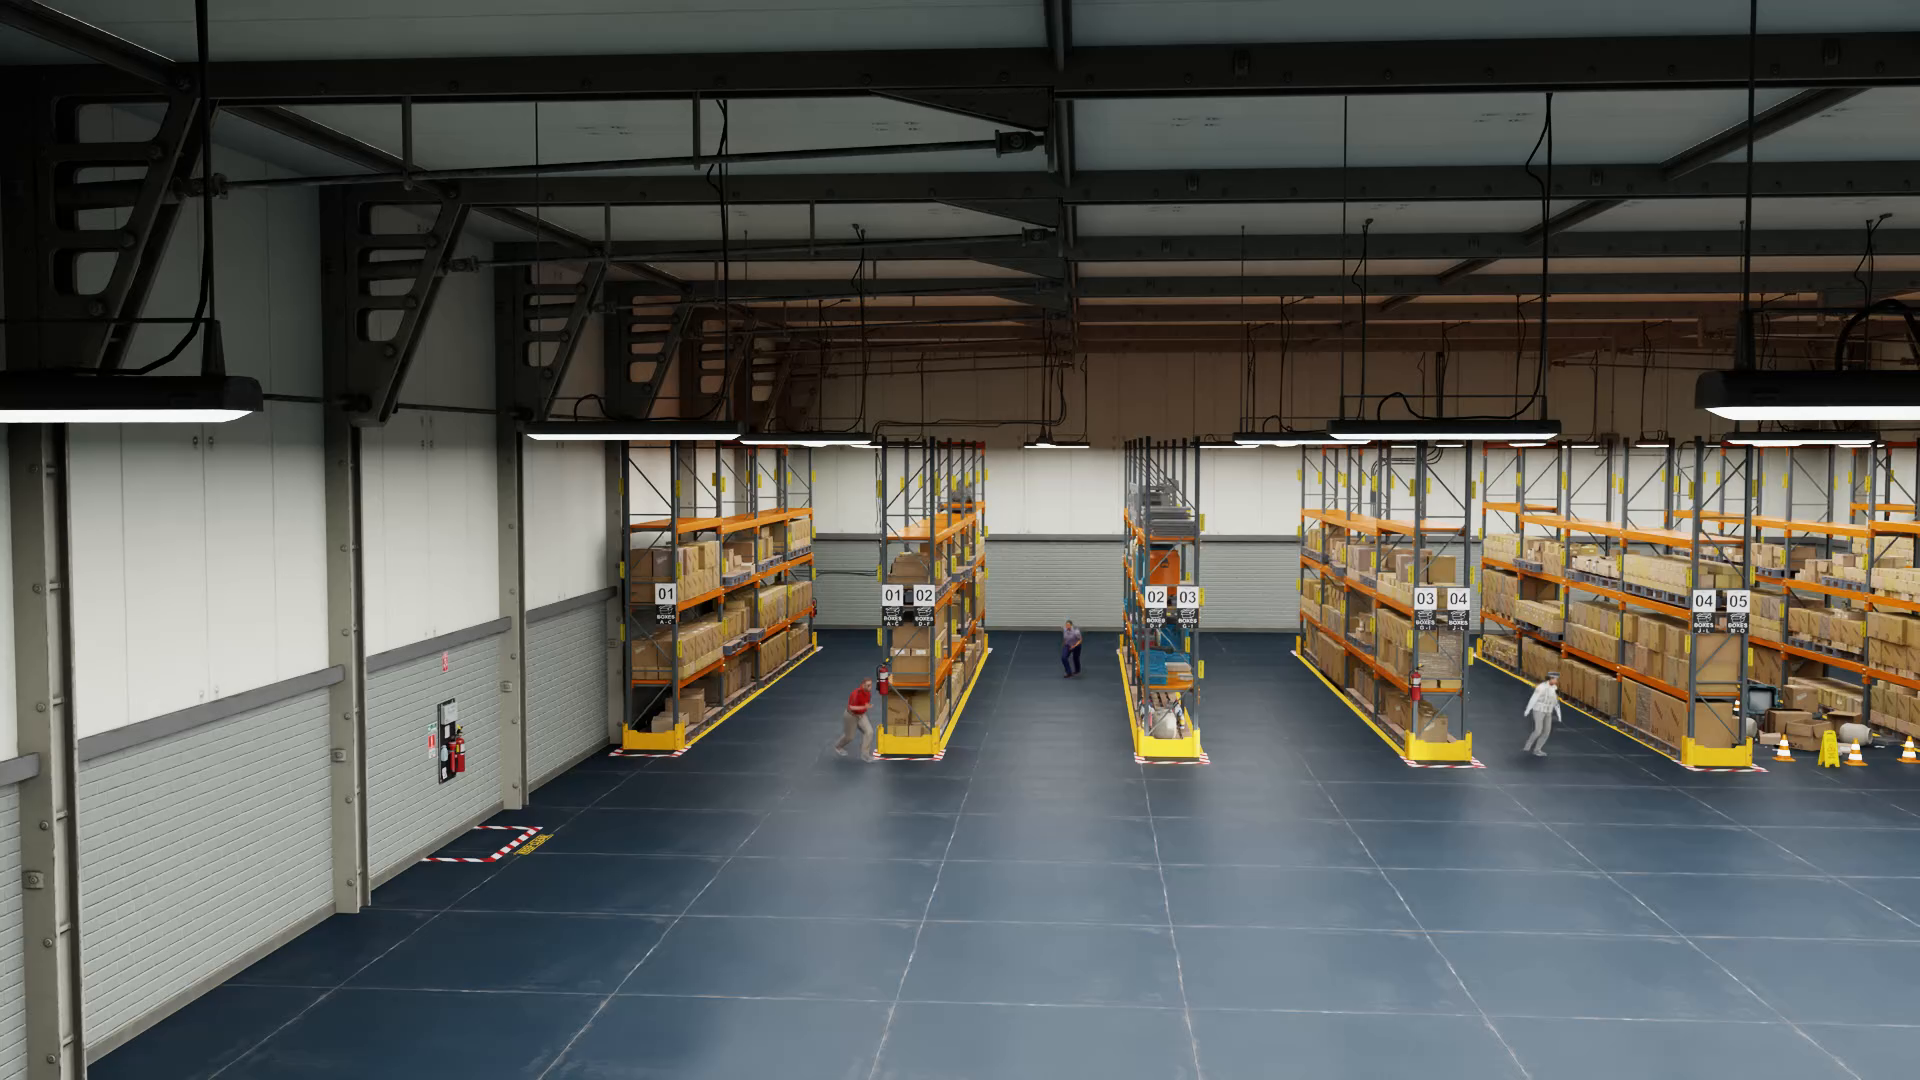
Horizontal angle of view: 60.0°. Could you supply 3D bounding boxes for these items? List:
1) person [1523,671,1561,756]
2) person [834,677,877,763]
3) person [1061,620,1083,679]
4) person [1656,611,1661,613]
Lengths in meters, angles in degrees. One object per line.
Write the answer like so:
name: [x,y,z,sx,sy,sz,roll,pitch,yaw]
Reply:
person: [10.925,3.247,31.184,0.633,1.620,0.584,-1,3,-26]
person: [-1.952,3.310,30.720,1.125,1.603,0.669,3,4,39]
person: [2.875,2.718,41.934,0.611,1.484,1.034,1,3,24]
person: [20.839,2.196,49.190,0.908,1.755,0.657,-1,3,-12]
